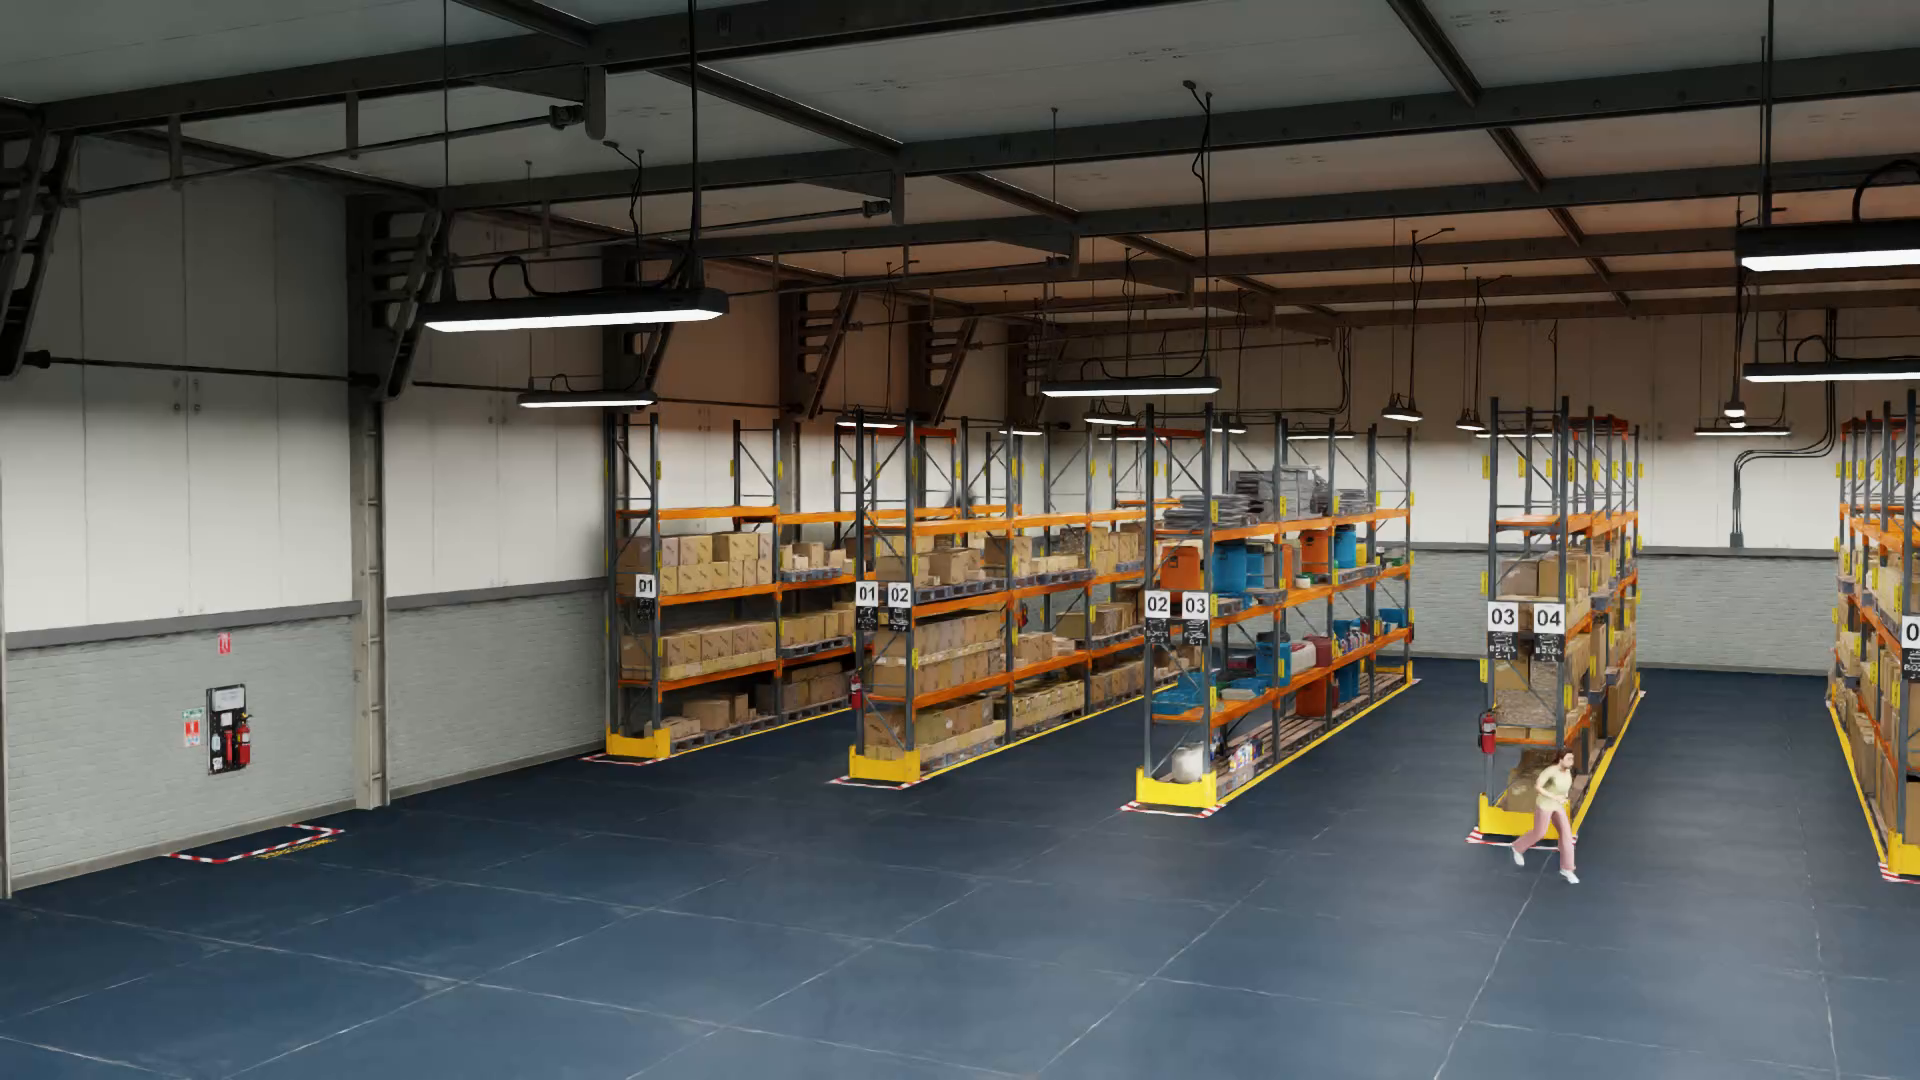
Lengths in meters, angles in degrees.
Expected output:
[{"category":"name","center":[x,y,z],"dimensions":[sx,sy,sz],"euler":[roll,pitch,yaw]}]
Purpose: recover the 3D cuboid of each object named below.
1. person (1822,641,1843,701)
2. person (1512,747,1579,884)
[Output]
[{"category":"person","center":[19.125,2.662,35.878],"dimensions":[0.850,1.767,0.666],"euler":[0,2,10]},{"category":"person","center":[7.247,3.321,20.497],"dimensions":[0.617,1.614,1.082],"euler":[-1,3,-30]}]
